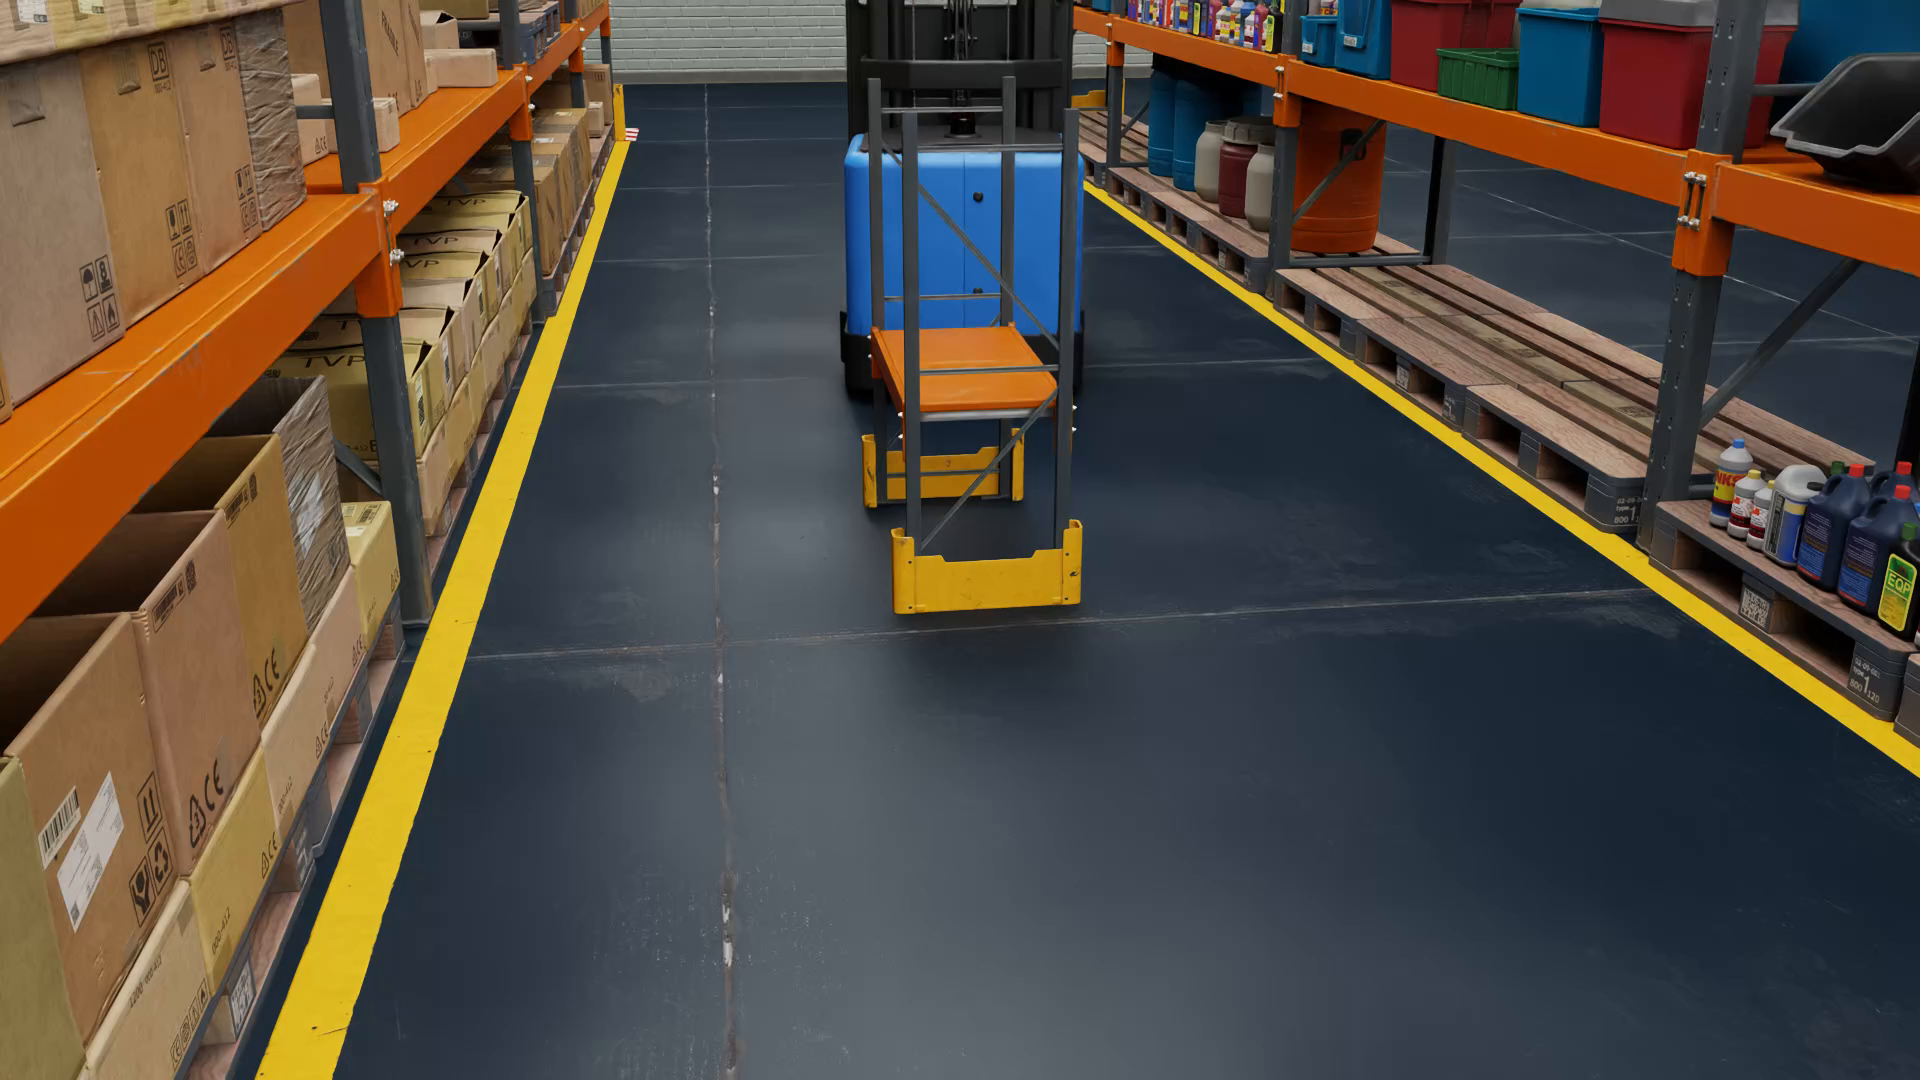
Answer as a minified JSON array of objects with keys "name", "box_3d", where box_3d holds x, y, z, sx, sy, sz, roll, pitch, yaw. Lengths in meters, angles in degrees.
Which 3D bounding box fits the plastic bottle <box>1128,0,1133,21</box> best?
[{"name":"plastic bottle","box_3d":[1.274,-3.953,12.181,0.061,0.283,0.133,-3,21,-8]}]

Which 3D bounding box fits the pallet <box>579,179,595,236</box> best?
[{"name":"pallet","box_3d":[-3.104,-2.322,11.632,1.003,0.211,1.213,-3,21,-8]}]

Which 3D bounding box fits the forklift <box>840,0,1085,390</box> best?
[{"name":"forklift","box_3d":[-0.006,-2.495,8.207,1.130,2.935,3.031,0,20,-1]}]

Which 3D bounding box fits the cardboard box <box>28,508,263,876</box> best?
[{"name":"cardboard box","box_3d":[-1.599,0.270,2.963,0.500,0.500,0.500,-3,21,-8]}]

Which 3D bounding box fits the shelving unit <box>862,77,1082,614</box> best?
[{"name":"shelving unit","box_3d":[0.011,-0.676,5.383,0.587,1.500,1.083,-3,21,-8]}]

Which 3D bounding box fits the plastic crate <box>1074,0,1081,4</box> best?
[{"name":"plastic crate","box_3d":[1.095,-4.649,14.167,0.293,0.136,0.466,-3,21,-8]}]

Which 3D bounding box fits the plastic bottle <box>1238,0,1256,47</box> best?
[{"name":"plastic bottle","box_3d":[1.680,-3.018,9.694,0.097,0.271,0.097,0,20,0]}]

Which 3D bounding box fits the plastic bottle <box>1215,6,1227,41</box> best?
[{"name":"plastic bottle","box_3d":[1.610,-3.154,10.157,0.097,0.201,0.097,0,20,0]}]

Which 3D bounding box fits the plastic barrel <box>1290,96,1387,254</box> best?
[{"name":"plastic barrel","box_3d":[2.133,-2.120,9.607,0.600,0.830,0.708,-3,21,-8]}]

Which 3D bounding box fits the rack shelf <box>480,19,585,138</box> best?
[{"name":"rack shelf","box_3d":[-2.970,-2.879,10.164,1.077,0.370,4.000,-3,21,-8]}]

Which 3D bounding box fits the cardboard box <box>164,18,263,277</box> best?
[{"name":"cardboard box","box_3d":[-1.953,-0.849,3.560,0.700,0.500,0.500,-3,21,-8]}]

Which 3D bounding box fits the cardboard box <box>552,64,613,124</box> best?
[{"name":"cardboard box","box_3d":[-3.513,-4.152,15.490,0.500,0.500,0.500,-3,21,-8]}]

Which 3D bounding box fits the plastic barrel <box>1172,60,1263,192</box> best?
[{"name":"plastic barrel","box_3d":[1.807,-2.936,11.689,0.600,0.901,0.708,-3,21,-8]}]

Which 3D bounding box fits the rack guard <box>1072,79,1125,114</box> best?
[{"name":"rack guard","box_3d":[1.051,-4.378,16.724,1.175,0.500,0.348,-3,21,-8]}]

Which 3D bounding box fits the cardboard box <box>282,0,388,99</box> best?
[{"name":"cardboard box","box_3d":[-2.276,-1.634,5.661,0.500,0.500,0.500,-1,21,-4]}]

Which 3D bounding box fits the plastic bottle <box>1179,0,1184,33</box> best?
[{"name":"plastic bottle","box_3d":[1.490,-3.474,10.915,0.097,0.271,0.097,0,20,0]}]

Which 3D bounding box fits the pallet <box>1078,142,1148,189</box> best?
[{"name":"pallet","box_3d":[1.499,-3.103,13.722,1.003,0.211,1.213,-3,21,-8]}]

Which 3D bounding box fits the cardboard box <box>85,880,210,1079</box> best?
[{"name":"cardboard box","box_3d":[-1.533,0.795,2.630,0.500,0.250,0.500,-3,21,-8]}]

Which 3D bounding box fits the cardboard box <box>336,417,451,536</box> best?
[{"name":"cardboard box","box_3d":[-1.918,-0.199,5.291,0.500,0.250,0.500,-3,21,-9]}]

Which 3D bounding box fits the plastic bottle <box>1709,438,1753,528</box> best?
[{"name":"plastic bottle","box_3d":[2.409,-0.182,5.188,0.097,0.271,0.097,0,20,0]}]

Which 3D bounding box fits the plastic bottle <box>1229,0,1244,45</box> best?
[{"name":"plastic bottle","box_3d":[1.652,-3.086,9.874,0.097,0.271,0.097,0,20,0]}]

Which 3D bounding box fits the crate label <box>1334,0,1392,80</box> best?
[{"name":"crate label","box_3d":[2.096,-2.431,7.886,0.502,0.435,0.616,-3,21,-8]}]

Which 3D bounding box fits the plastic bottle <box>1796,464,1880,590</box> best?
[{"name":"plastic bottle","box_3d":[2.503,-0.052,4.724,0.144,0.351,0.185,-2,21,-6]}]

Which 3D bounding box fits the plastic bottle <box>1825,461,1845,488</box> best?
[{"name":"plastic bottle","box_3d":[2.588,-0.083,4.905,0.061,0.283,0.133,-3,21,-8]}]

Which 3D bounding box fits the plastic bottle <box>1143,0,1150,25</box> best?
[{"name":"plastic bottle","box_3d":[1.386,-3.792,11.760,0.152,0.276,0.135,-3,21,-8]}]

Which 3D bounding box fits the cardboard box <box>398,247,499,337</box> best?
[{"name":"cardboard box","box_3d":[-2.141,-0.997,6.628,0.500,0.311,0.500,-2,21,-6]}]

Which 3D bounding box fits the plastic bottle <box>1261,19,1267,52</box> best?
[{"name":"plastic bottle","box_3d":[1.741,-2.838,9.312,0.097,0.201,0.097,0,20,0]}]

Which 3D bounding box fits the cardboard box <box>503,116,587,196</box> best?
[{"name":"cardboard box","box_3d":[-2.841,-2.615,11.375,0.500,0.500,0.500,-3,21,-8]}]

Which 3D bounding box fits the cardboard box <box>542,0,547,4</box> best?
[{"name":"cardboard box","box_3d":[-2.943,-3.543,10.172,0.700,0.500,0.500,-8,22,-21]}]

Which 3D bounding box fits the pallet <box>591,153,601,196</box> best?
[{"name":"pallet","box_3d":[-3.356,-2.839,13.017,1.003,0.211,1.213,-3,21,-8]}]

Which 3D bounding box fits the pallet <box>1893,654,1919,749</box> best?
[{"name":"pallet","box_3d":[3.032,0.578,3.868,1.003,0.211,1.213,-3,21,-8]}]

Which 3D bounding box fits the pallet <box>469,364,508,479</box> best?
[{"name":"pallet","box_3d":[-2.429,-0.508,6.776,1.003,0.211,1.213,-3,21,-8]}]

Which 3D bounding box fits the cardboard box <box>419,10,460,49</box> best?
[{"name":"cardboard box","box_3d":[-2.673,-2.353,7.857,0.500,0.311,0.500,-2,21,-4]}]

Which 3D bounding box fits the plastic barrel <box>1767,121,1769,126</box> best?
[{"name":"plastic barrel","box_3d":[2.876,-1.793,6.035,0.433,0.535,0.433,0,20,0]}]

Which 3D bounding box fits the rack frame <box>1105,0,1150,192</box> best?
[{"name":"rack frame","box_3d":[1.644,-4.157,12.558,1.000,3.000,0.127,-3,21,-8]}]

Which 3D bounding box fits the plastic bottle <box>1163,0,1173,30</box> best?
[{"name":"plastic bottle","box_3d":[1.467,-3.598,11.241,0.152,0.276,0.135,-3,21,-8]}]

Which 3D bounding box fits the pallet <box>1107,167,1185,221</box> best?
[{"name":"pallet","box_3d":[1.714,-2.581,12.325,1.003,0.211,1.213,-3,21,-8]}]

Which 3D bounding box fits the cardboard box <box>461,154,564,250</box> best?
[{"name":"cardboard box","box_3d":[-2.546,-1.911,9.490,0.500,0.500,0.500,-4,21,-10]}]

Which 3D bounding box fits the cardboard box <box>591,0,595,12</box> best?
[{"name":"cardboard box","box_3d":[-3.209,-4.496,13.323,0.500,0.500,0.500,-3,21,-8]}]

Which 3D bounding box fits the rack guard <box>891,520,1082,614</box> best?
[{"name":"rack guard","box_3d":[0.083,0.082,5.140,0.587,0.250,0.087,-3,21,-8]}]

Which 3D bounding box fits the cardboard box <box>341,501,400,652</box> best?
[{"name":"cardboard box","box_3d":[-1.822,0.103,4.484,0.500,0.250,0.500,-3,21,-8]}]

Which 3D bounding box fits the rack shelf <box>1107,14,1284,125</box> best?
[{"name":"rack shelf","box_3d":[1.932,-3.127,10.830,1.077,0.370,4.000,-3,21,-8]}]

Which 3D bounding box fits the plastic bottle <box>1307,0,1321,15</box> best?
[{"name":"plastic bottle","box_3d":[2.278,-3.360,10.602,0.152,0.276,0.135,-3,21,-8]}]

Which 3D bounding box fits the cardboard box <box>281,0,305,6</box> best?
[{"name":"cardboard box","box_3d":[-1.854,-1.406,4.122,0.380,0.149,0.250,-3,21,-8]}]

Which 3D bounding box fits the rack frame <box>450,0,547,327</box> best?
[{"name":"rack frame","box_3d":[-2.682,-2.523,8.185,1.000,3.000,0.127,-3,21,-8]}]

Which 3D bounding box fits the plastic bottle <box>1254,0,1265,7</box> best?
[{"name":"plastic bottle","box_3d":[2.044,-3.616,11.294,0.097,0.271,0.097,0,20,0]}]

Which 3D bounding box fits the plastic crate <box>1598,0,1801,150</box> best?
[{"name":"plastic crate","box_3d":[2.424,-1.569,5.538,0.402,0.464,0.583,-3,21,-8]}]

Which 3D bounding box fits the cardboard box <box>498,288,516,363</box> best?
[{"name":"cardboard box","box_3d":[-2.217,-0.909,7.193,0.500,0.250,0.500,-2,21,-7]}]

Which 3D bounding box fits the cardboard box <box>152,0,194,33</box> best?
[{"name":"cardboard box","box_3d":[-1.709,-1.053,3.179,0.380,0.149,0.250,-3,21,-8]}]
